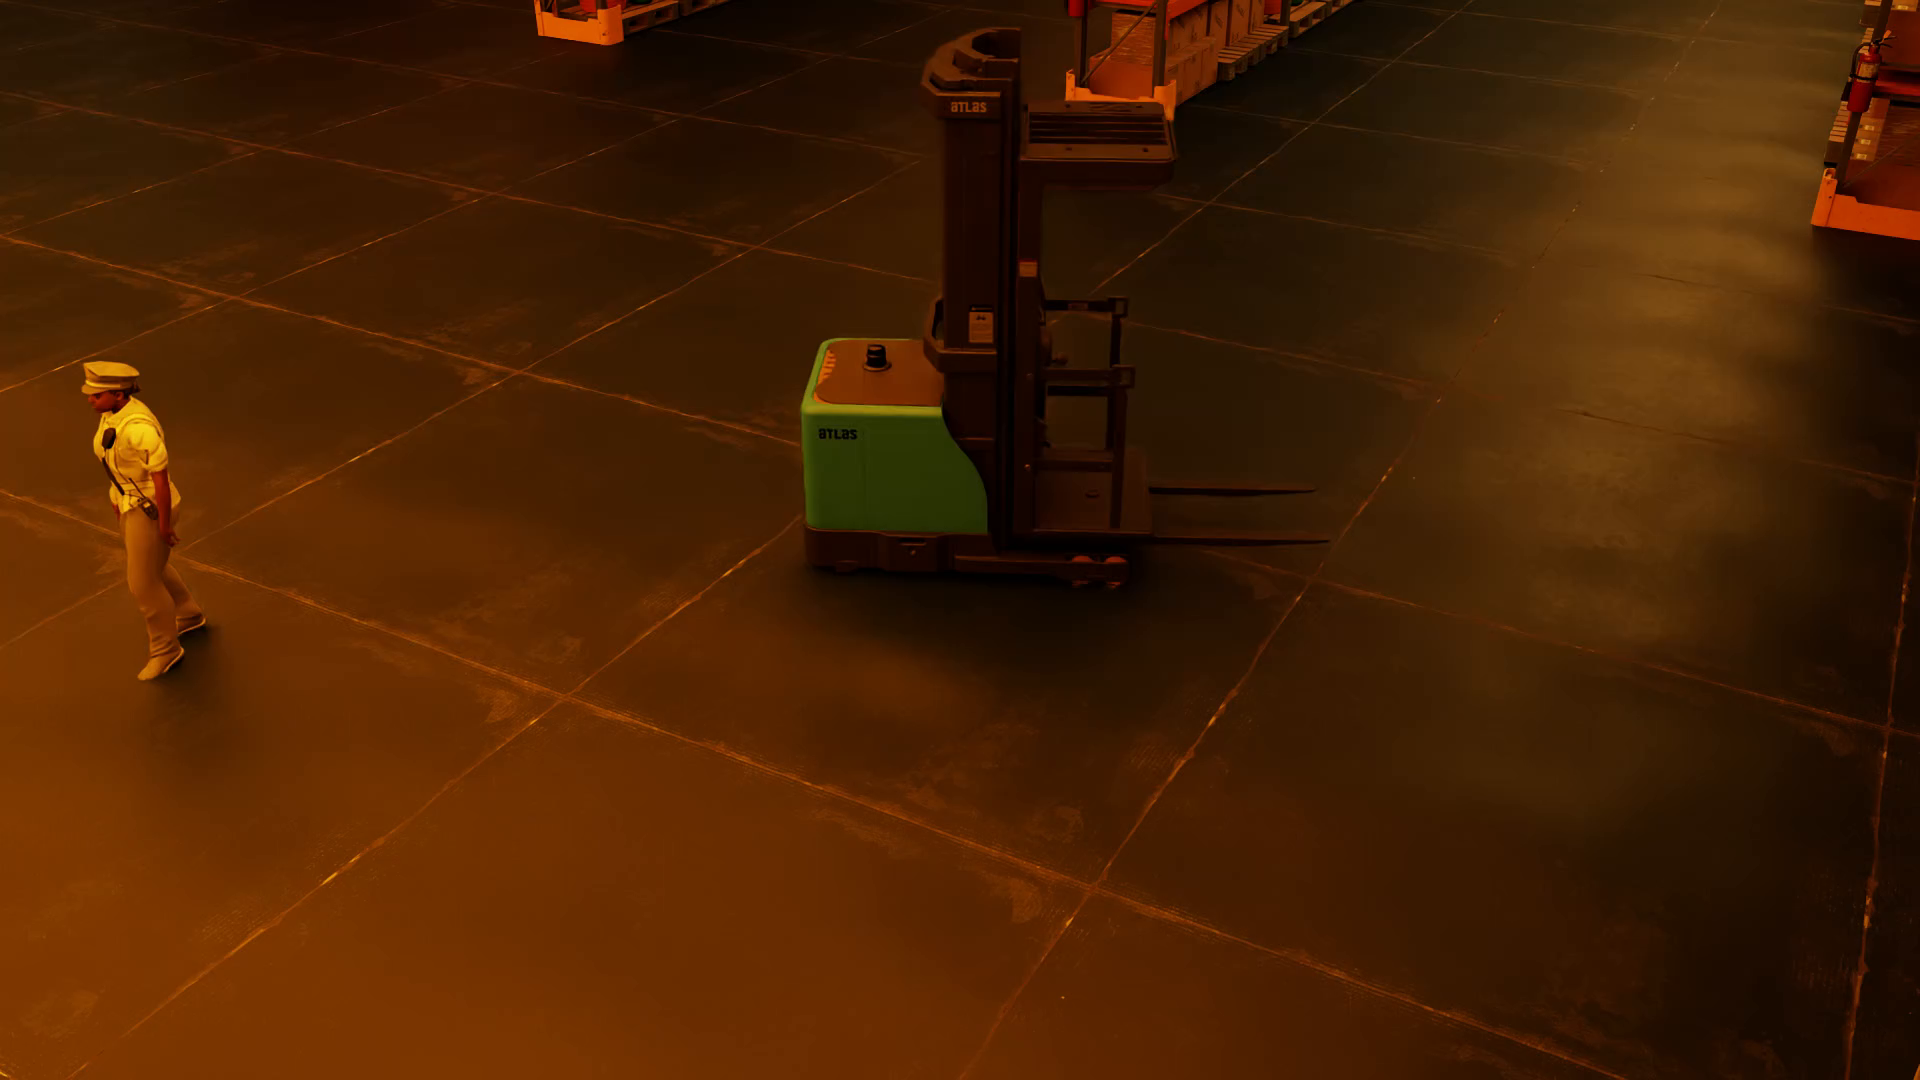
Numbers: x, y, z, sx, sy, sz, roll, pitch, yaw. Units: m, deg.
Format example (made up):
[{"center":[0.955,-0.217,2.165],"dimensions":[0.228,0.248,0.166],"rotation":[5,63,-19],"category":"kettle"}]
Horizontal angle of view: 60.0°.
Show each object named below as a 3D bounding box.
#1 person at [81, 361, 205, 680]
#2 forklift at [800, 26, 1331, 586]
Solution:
[{"center":[-4.284,-0.126,8.601],"dimensions":[0.480,1.720,0.532],"rotation":[-22,36,-33],"category":"person"},{"center":[0.636,-1.280,9.288],"dimensions":[3.031,2.935,1.130],"rotation":[1,30,3],"category":"forklift"}]
